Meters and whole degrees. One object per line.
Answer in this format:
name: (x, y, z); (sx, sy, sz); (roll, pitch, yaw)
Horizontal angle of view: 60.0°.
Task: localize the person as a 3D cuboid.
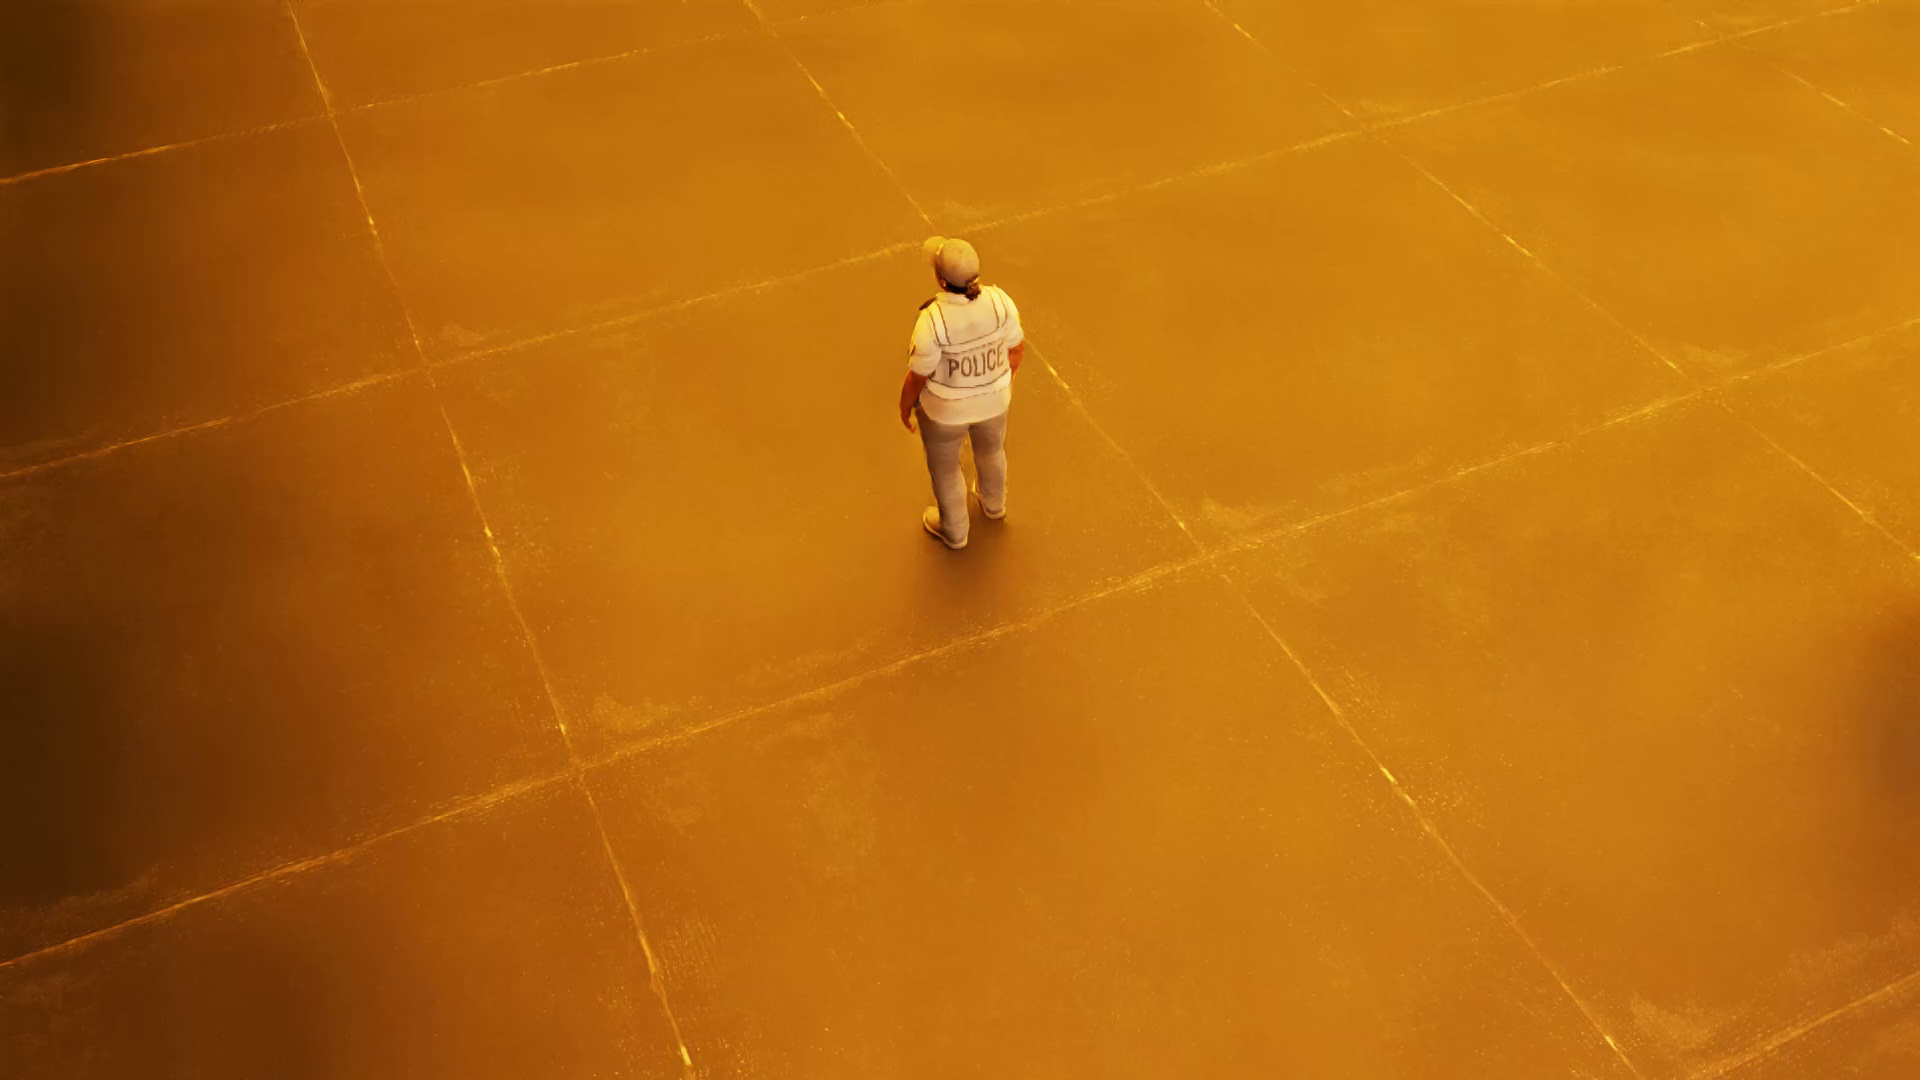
person: (-0.012, -0.669, 7.314); (0.598, 1.669, 0.526); (-18, 46, -18)
